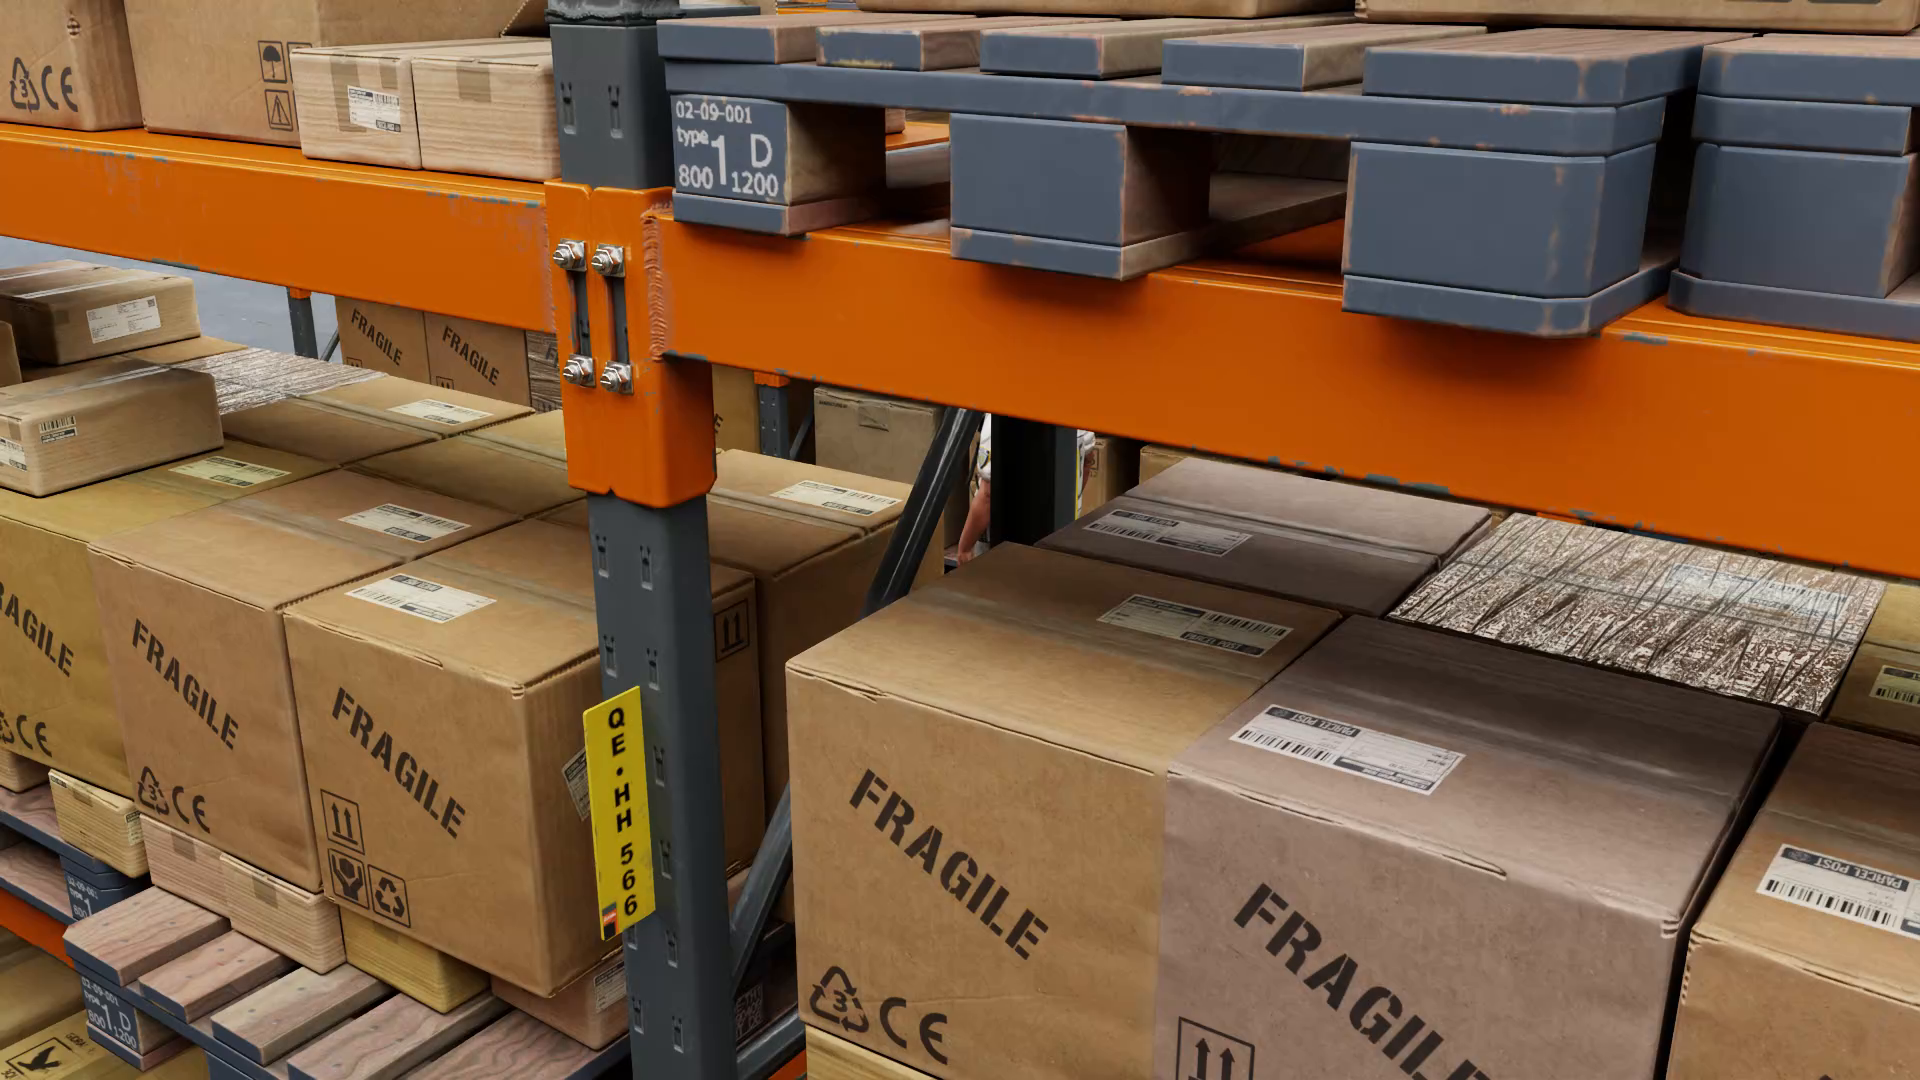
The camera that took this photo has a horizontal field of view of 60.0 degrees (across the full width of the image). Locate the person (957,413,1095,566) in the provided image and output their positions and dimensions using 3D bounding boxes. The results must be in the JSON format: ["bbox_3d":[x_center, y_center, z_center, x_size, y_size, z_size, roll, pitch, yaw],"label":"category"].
[{"bbox_3d":[0.201,-0.060,6.657,0.640,1.780,0.575,-18,26,-40],"label":"person"}]
